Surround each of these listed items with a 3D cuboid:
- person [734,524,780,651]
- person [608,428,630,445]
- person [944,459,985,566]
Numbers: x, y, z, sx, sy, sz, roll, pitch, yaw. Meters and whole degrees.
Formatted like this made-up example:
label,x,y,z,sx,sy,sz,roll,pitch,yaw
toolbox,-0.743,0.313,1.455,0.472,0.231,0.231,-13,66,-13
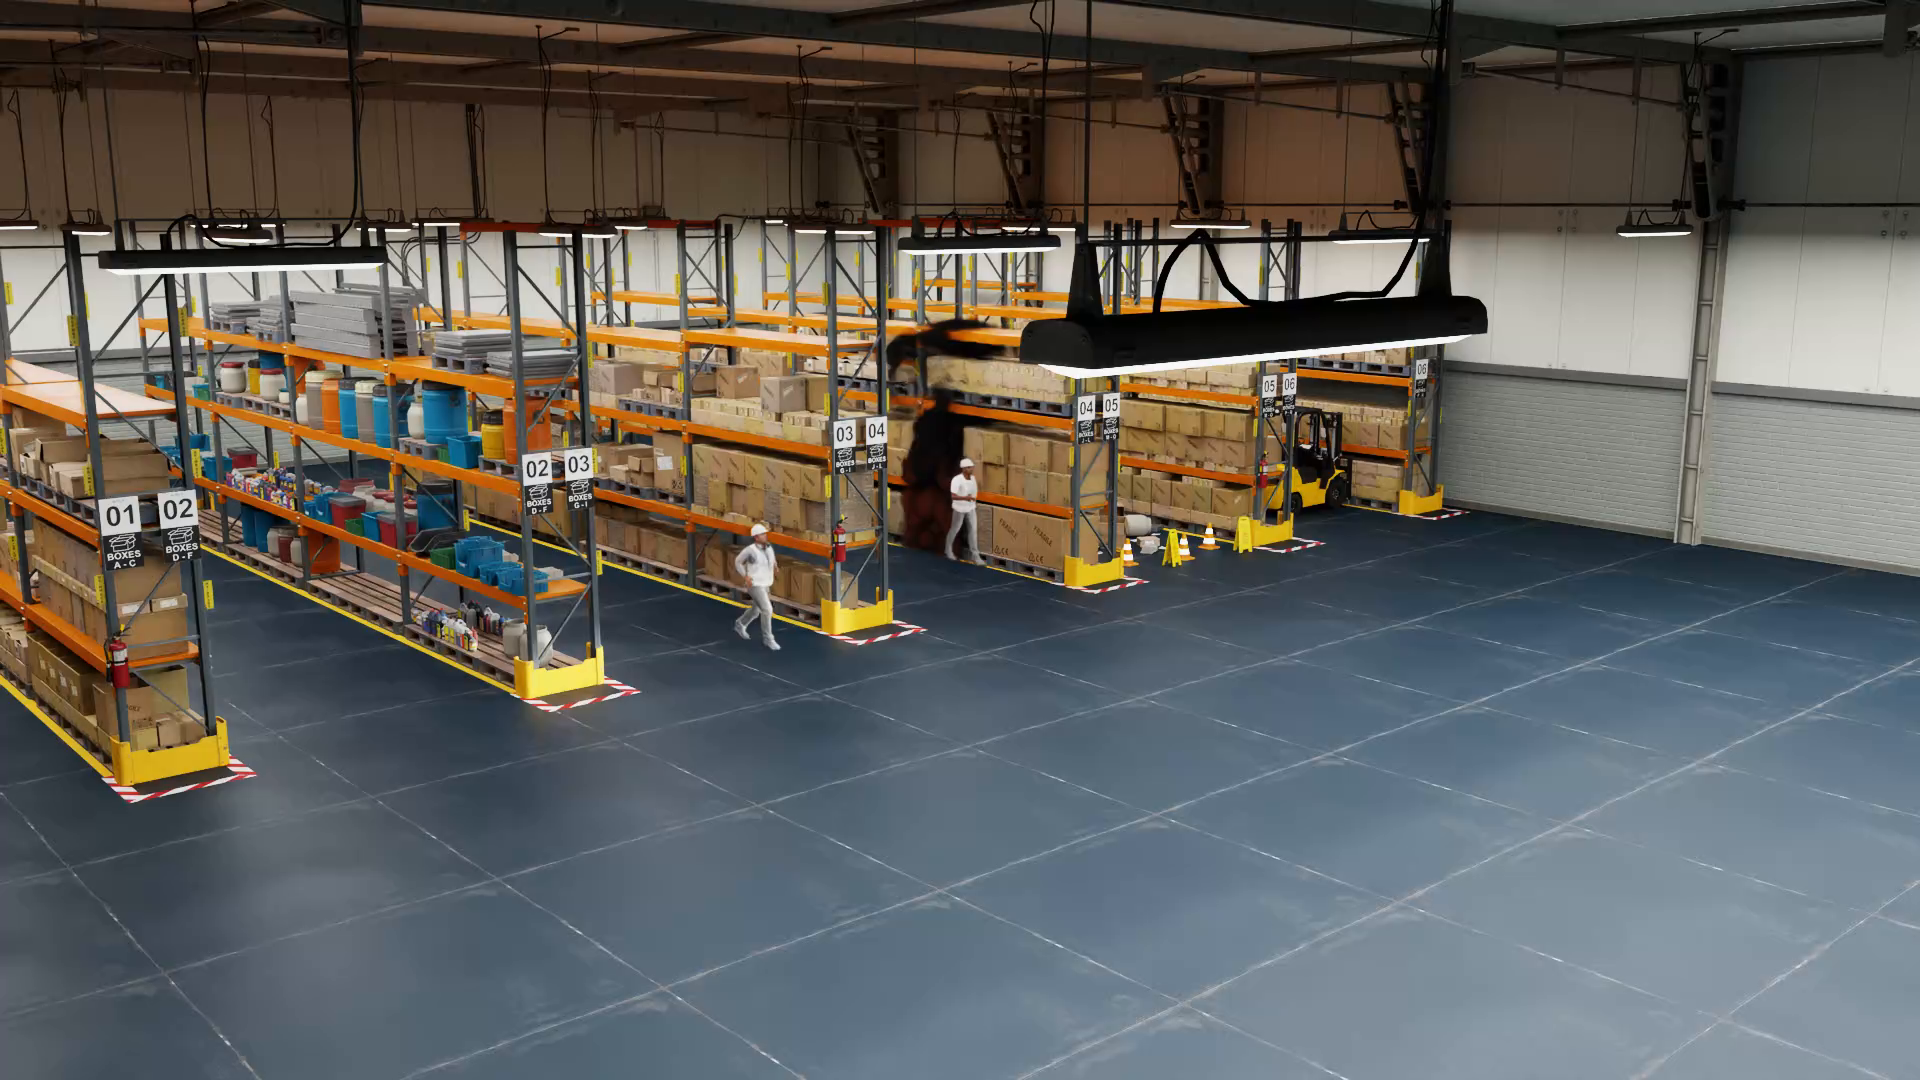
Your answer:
label,x,y,z,sx,sy,sz,roll,pitch,yaw
person,-2.920,0.646,24.115,0.887,1.793,0.661,6,13,27
person,-8.390,-2.693,41.325,0.522,1.554,0.595,10,15,41
person,0.055,-0.494,28.332,0.640,1.812,0.837,-10,15,-39
